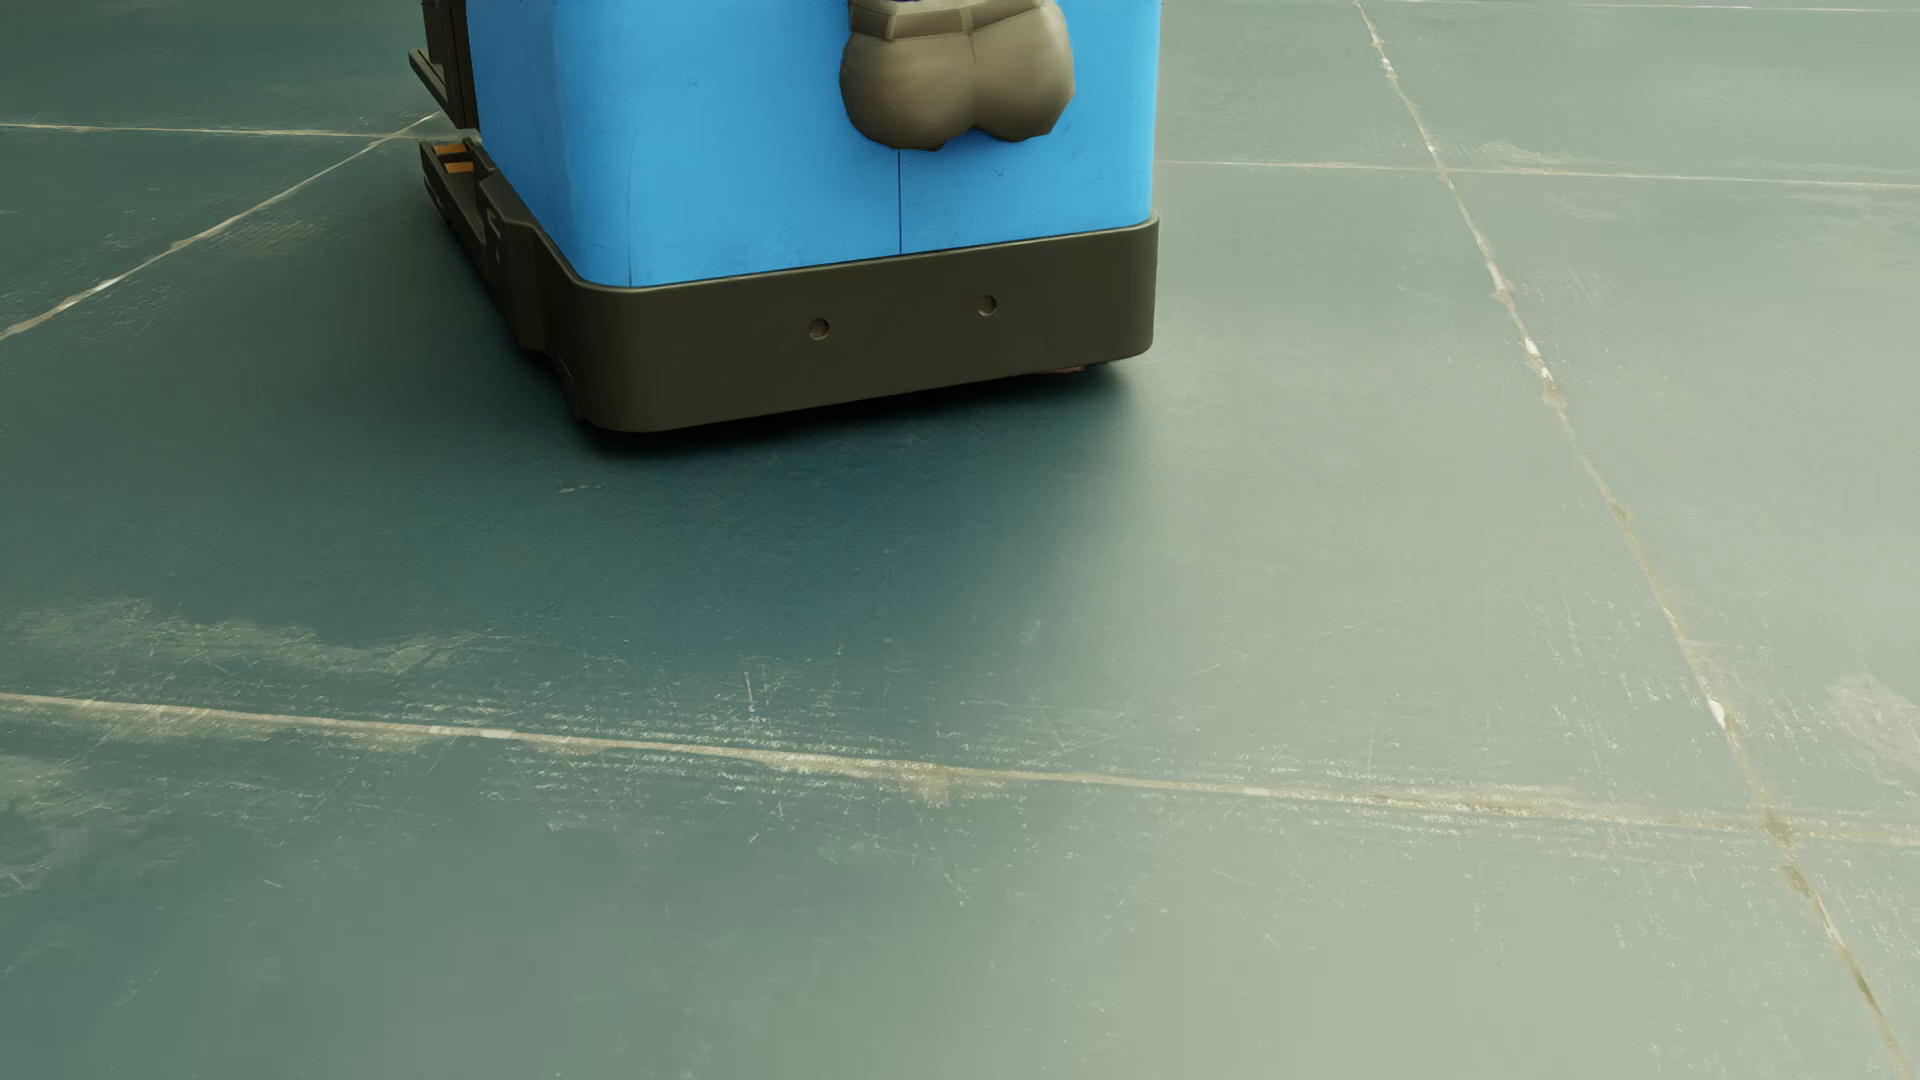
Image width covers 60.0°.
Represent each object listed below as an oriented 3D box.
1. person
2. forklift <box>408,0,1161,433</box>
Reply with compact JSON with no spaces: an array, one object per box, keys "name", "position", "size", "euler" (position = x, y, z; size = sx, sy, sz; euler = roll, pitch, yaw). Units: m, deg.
[{"name":"person","position":[-0.093,-0.880,2.814],"size":[0.686,1.465,0.838],"euler":[-8,27,-15]},{"name":"forklift","position":[-0.693,-2.117,3.461],"size":[1.130,2.935,3.031],"euler":[-11,29,-21]}]
